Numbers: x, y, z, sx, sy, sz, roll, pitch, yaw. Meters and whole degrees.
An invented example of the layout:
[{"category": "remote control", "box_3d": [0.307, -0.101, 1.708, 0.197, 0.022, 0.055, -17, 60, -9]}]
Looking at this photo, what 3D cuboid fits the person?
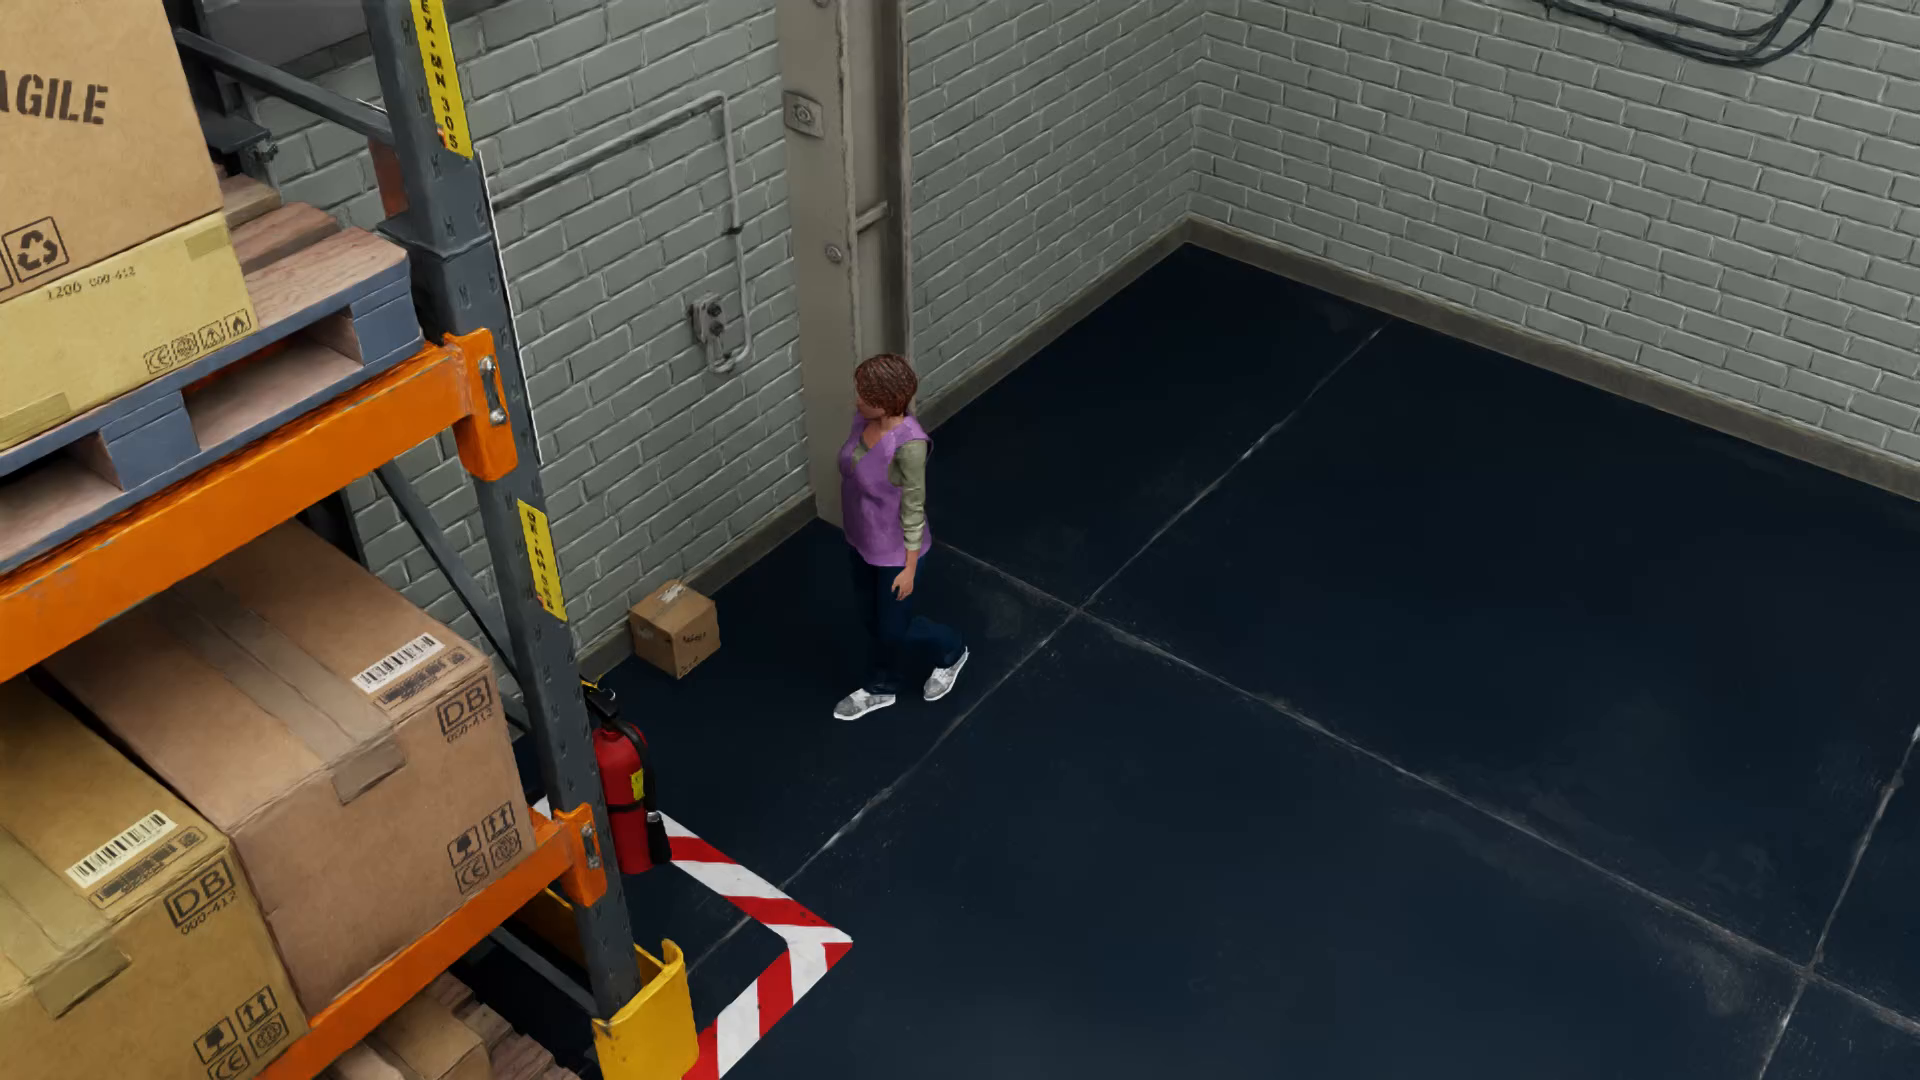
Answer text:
[{"category": "person", "box_3d": [-0.247, 0.004, 6.141, 0.571, 1.596, 0.437, -22, 44, -25]}]
